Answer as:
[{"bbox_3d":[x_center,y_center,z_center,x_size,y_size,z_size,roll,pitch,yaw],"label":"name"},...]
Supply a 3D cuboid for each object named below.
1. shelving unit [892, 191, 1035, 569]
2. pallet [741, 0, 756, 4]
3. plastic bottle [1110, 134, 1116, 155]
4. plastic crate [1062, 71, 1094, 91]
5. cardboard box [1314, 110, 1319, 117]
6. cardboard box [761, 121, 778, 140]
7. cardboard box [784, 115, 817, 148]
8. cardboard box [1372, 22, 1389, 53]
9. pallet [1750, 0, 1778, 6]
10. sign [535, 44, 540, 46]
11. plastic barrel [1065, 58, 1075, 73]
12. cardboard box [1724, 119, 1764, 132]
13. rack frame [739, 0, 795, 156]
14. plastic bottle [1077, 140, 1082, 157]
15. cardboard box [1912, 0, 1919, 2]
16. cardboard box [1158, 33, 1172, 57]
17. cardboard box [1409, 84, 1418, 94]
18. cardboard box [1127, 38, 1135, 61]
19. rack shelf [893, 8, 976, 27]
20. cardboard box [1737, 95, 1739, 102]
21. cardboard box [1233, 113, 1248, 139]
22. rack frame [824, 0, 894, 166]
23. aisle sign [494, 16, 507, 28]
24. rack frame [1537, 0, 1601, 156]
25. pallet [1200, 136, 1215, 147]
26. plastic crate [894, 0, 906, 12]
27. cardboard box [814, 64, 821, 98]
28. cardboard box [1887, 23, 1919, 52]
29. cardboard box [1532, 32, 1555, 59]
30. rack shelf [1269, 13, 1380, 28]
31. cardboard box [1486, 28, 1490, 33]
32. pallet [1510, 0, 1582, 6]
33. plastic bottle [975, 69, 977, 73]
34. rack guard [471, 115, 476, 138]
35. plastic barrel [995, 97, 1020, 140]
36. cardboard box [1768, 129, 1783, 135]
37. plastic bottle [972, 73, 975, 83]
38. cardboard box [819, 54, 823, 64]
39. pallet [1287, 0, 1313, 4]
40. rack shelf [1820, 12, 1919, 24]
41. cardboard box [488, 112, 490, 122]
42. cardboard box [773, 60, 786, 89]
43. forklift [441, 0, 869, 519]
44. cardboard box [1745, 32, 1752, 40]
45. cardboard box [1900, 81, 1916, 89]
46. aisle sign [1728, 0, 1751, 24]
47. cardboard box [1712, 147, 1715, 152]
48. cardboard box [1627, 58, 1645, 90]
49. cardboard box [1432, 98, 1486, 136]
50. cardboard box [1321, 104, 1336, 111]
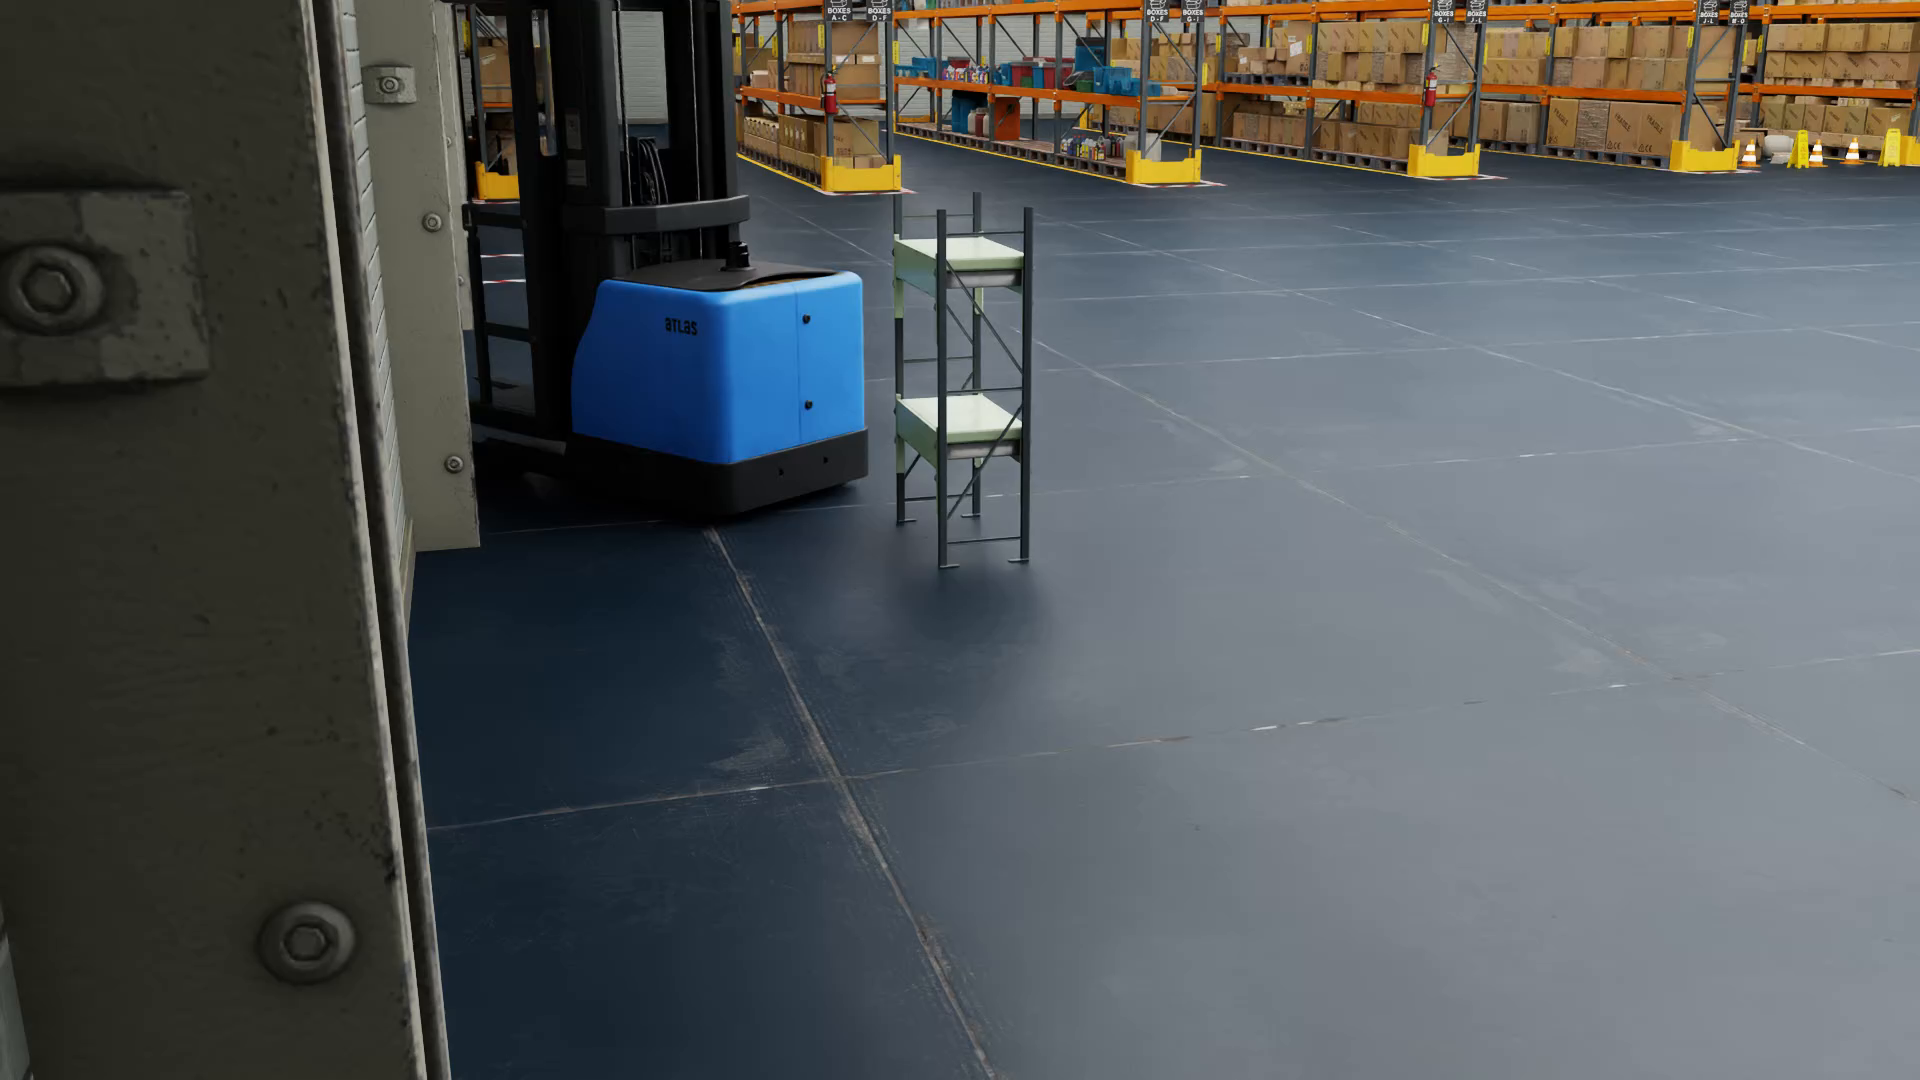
[{"bbox_3d":[0.002,-0.716,7.230,0.431,1.500,0.755,-5,17,-15],"label":"shelving unit"},{"bbox_3d":[-3.412,-10.074,30.890,1.213,0.211,1.003,-4,17,-13],"label":"pallet"},{"bbox_3d":[2.685,-6.927,29.137,0.144,0.351,0.185,-6,18,-18],"label":"plastic bottle"},{"bbox_3d":[2.200,-8.008,29.006,0.767,0.338,0.504,-5,17,-15],"label":"plastic crate"},{"bbox_3d":[8.906,-10.494,40.883,0.380,0.149,0.250,-4,17,-14],"label":"cardboard box"},{"bbox_3d":[-3.256,-7.326,29.702,0.500,0.311,0.500,-5,17,-15],"label":"cardboard box"},{"bbox_3d":[-2.614,-6.755,27.472,0.500,0.500,0.500,-5,17,-15],"label":"cardboard box"},{"bbox_3d":[7.373,-8.556,28.293,0.500,0.500,0.500,-5,17,-15],"label":"cardboard box"},{"bbox_3d":[16.402,-10.894,33.617,1.213,0.211,1.003,-5,17,-15],"label":"pallet"},{"bbox_3d":[-6.828,-7.869,26.931,0.100,0.325,0.005,-5,17,-15],"label":"sign"},{"bbox_3d":[2.126,-8.540,30.432,0.433,0.535,0.433,0,17,0],"label":"plastic barrel"},{"bbox_3d":[16.322,-8.455,34.225,0.950,0.372,0.625,-4,17,-15],"label":"cardboard box"},{"bbox_3d":[-3.685,-8.909,31.896,1.000,3.000,0.127,-5,17,-15],"label":"rack frame"},{"bbox_3d":[2.058,-6.745,28.651,0.061,0.283,0.133,-4,17,-13],"label":"plastic bottle"},{"bbox_3d":[17.201,-9.654,29.601,0.380,0.149,0.250,-5,17,-15],"label":"cardboard box"},{"bbox_3d":[4.925,-11.150,37.439,0.797,0.503,0.637,-5,17,-17],"label":"cardboard box"},{"bbox_3d":[7.695,-7.489,27.608,0.380,0.149,0.250,-5,17,-15],"label":"cardboard box"},{"bbox_3d":[4.225,-11.472,38.870,0.500,0.500,0.500,-5,17,-15],"label":"cardboard box"},{"bbox_3d":[-0.570,-12.051,38.393,1.077,0.370,4.000,-5,17,-15],"label":"rack shelf"},{"bbox_3d":[19.238,-10.881,40.950,0.380,0.149,0.250,-5,17,-15],"label":"cardboard box"},{"bbox_3d":[6.045,-8.521,34.184,0.700,0.500,0.500,-6,18,-18],"label":"cardboard box"},{"bbox_3d":[-1.486,-6.696,24.529,1.000,3.000,0.127,-5,17,-15],"label":"rack frame"},{"bbox_3d":[-10.377,-12.018,37.727,0.394,0.787,0.004,-5,17,-15],"label":"aisle sign"},{"bbox_3d":[11.737,-8.949,32.029,1.000,3.000,0.127,-5,17,-15],"label":"rack frame"},{"bbox_3d":[5.697,-8.579,35.647,1.003,0.211,1.213,-5,17,-15],"label":"pallet"},{"bbox_3d":[-1.282,-12.758,39.722,0.497,0.269,0.590,-5,17,-15],"label":"plastic crate"},{"bbox_3d":[-1.882,-7.157,25.889,0.700,0.500,0.500,-5,17,-15],"label":"cardboard box"},{"bbox_3d":[17.218,-9.055,29.953,0.700,0.500,0.500,-5,17,-17],"label":"cardboard box"},{"bbox_3d":[11.595,-9.612,32.326,0.700,0.500,0.500,-5,17,-16],"label":"cardboard box"},{"bbox_3d":[8.989,-12.807,40.909,1.077,0.370,4.000,-5,17,-15],"label":"rack shelf"},{"bbox_3d":[13.507,-12.904,42.156,0.380,0.149,0.250,-5,17,-15],"label":"cardboard box"},{"bbox_3d":[11.438,-10.543,32.456,0.805,0.209,1.217,-5,18,-17],"label":"pallet"},{"bbox_3d":[0.331,-9.700,34.734,0.061,0.283,0.133,-5,17,-15],"label":"plastic bottle"},{"bbox_3d":[-10.652,-9.538,38.337,1.175,0.500,0.348,-5,17,-15],"label":"rack guard"},{"bbox_3d":[0.928,-8.595,33.894,0.600,0.830,0.708,-5,17,-15],"label":"plastic barrel"},{"bbox_3d":[16.371,-8.068,33.146,0.500,0.250,0.500,-6,18,-18],"label":"cardboard box"},{"bbox_3d":[0.293,-9.568,34.436,0.097,0.201,0.097,0,17,0],"label":"plastic bottle"},{"bbox_3d":[-1.918,-7.288,25.199,0.380,0.149,0.250,-5,17,-16],"label":"cardboard box"},{"bbox_3d":[6.873,-10.110,31.008,1.213,0.211,1.003,-5,17,-15],"label":"pallet"},{"bbox_3d":[20.691,-11.407,36.248,1.077,0.370,4.000,-5,17,-15],"label":"rack shelf"},{"bbox_3d":[-8.995,-8.379,33.139,0.750,0.750,0.750,-4,17,-14],"label":"cardboard box"},{"bbox_3d":[-3.063,-8.348,29.856,0.500,0.500,0.500,-5,17,-15],"label":"cardboard box"},{"bbox_3d":[-1.915,-1.827,8.439,3.031,2.935,1.130,13,21,37],"label":"forklift"},{"bbox_3d":[16.282,-10.521,34.713,0.380,0.149,0.250,-4,17,-12],"label":"cardboard box"},{"bbox_3d":[17.260,-8.228,30.066,0.380,0.149,0.250,-4,17,-13],"label":"cardboard box"},{"bbox_3d":[13.144,-9.091,27.985,0.394,0.787,0.004,-5,17,-15],"label":"aisle sign"},{"bbox_3d":[13.980,-7.309,31.324,0.396,0.266,0.258,-2,17,-6],"label":"cardboard box"},{"bbox_3d":[12.486,-8.328,29.703,0.875,0.550,0.550,-5,17,-15],"label":"cardboard box"},{"bbox_3d":[10.719,-9.003,35.391,1.050,0.750,0.750,-5,17,-16],"label":"cardboard box"},{"bbox_3d":[9.007,-10.496,40.371,0.380,0.149,0.250,-5,17,-16],"label":"cardboard box"}]
